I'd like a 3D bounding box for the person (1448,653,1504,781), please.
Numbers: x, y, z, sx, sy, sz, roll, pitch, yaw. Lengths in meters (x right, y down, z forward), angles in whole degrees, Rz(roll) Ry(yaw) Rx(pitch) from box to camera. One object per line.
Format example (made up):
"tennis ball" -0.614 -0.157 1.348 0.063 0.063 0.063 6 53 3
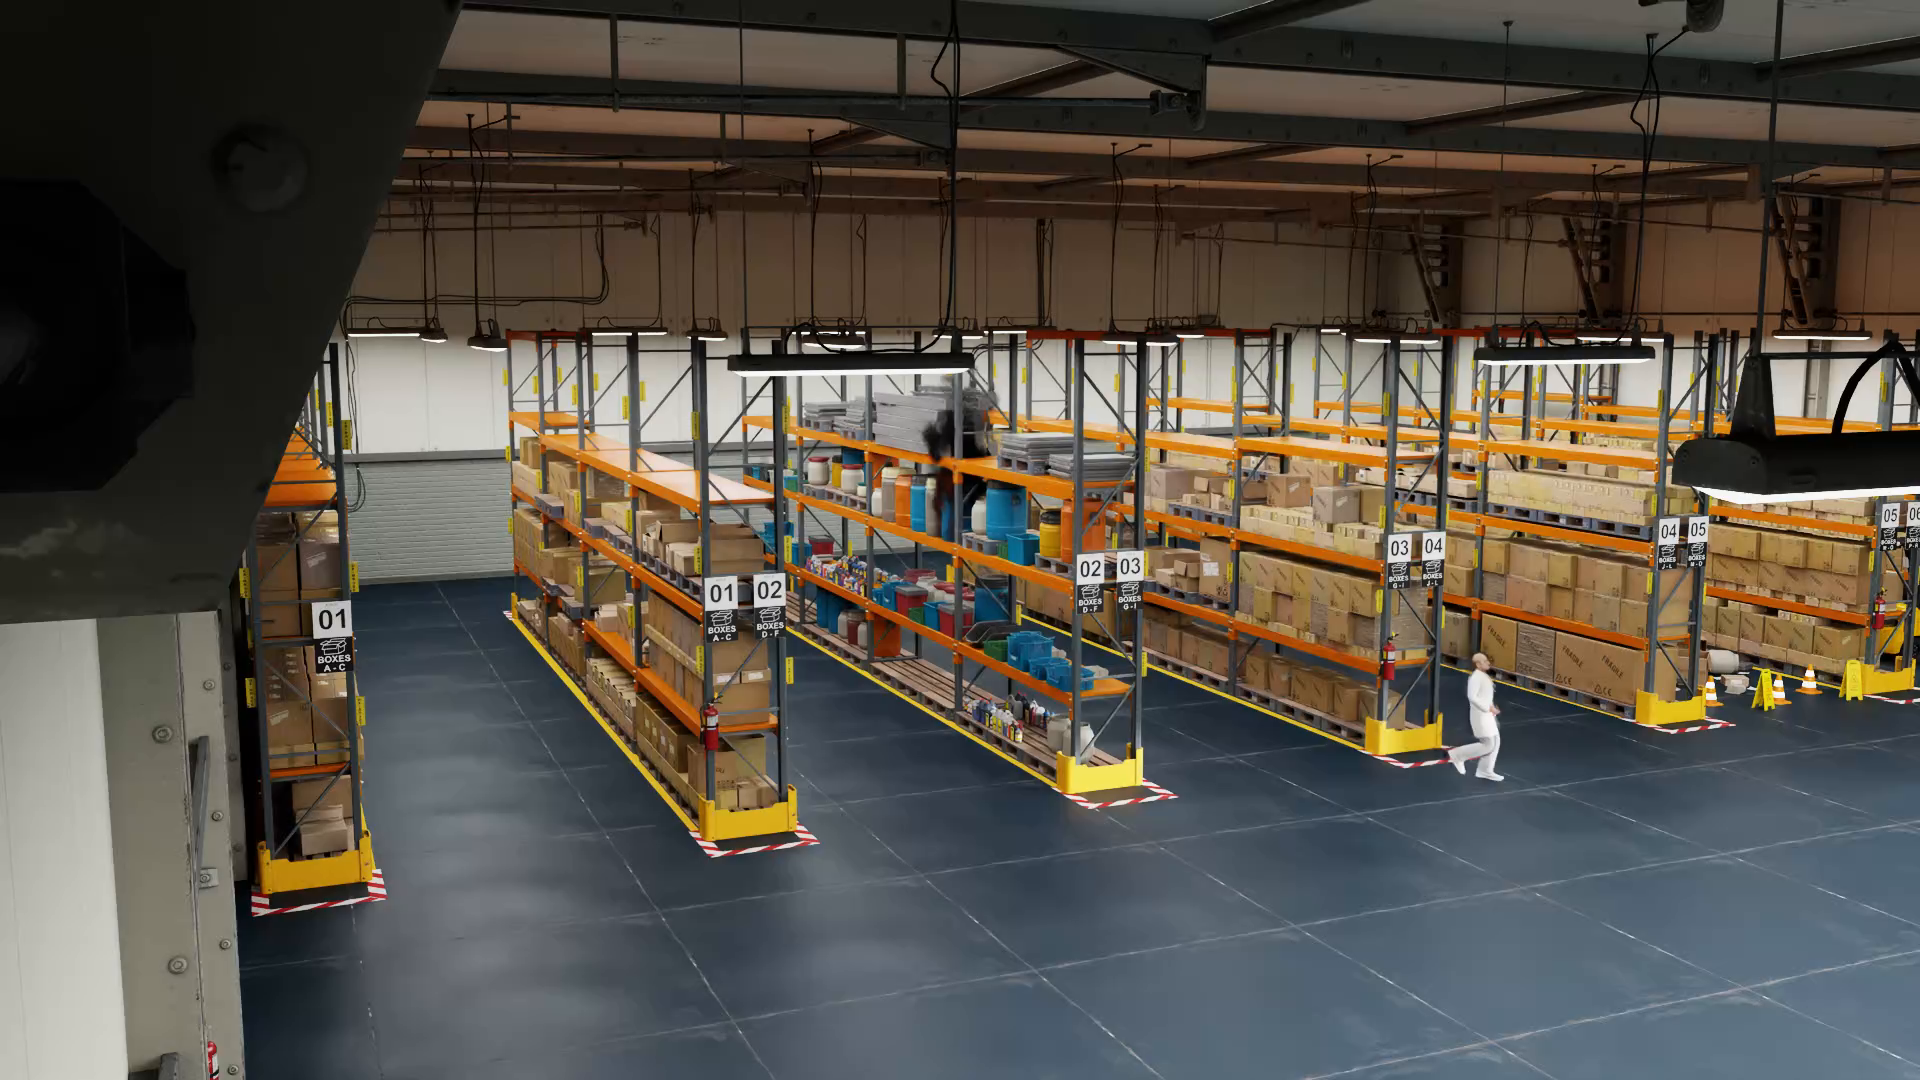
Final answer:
"person" 7.055 2.407 22.643 0.739 1.752 0.730 3 8 20
